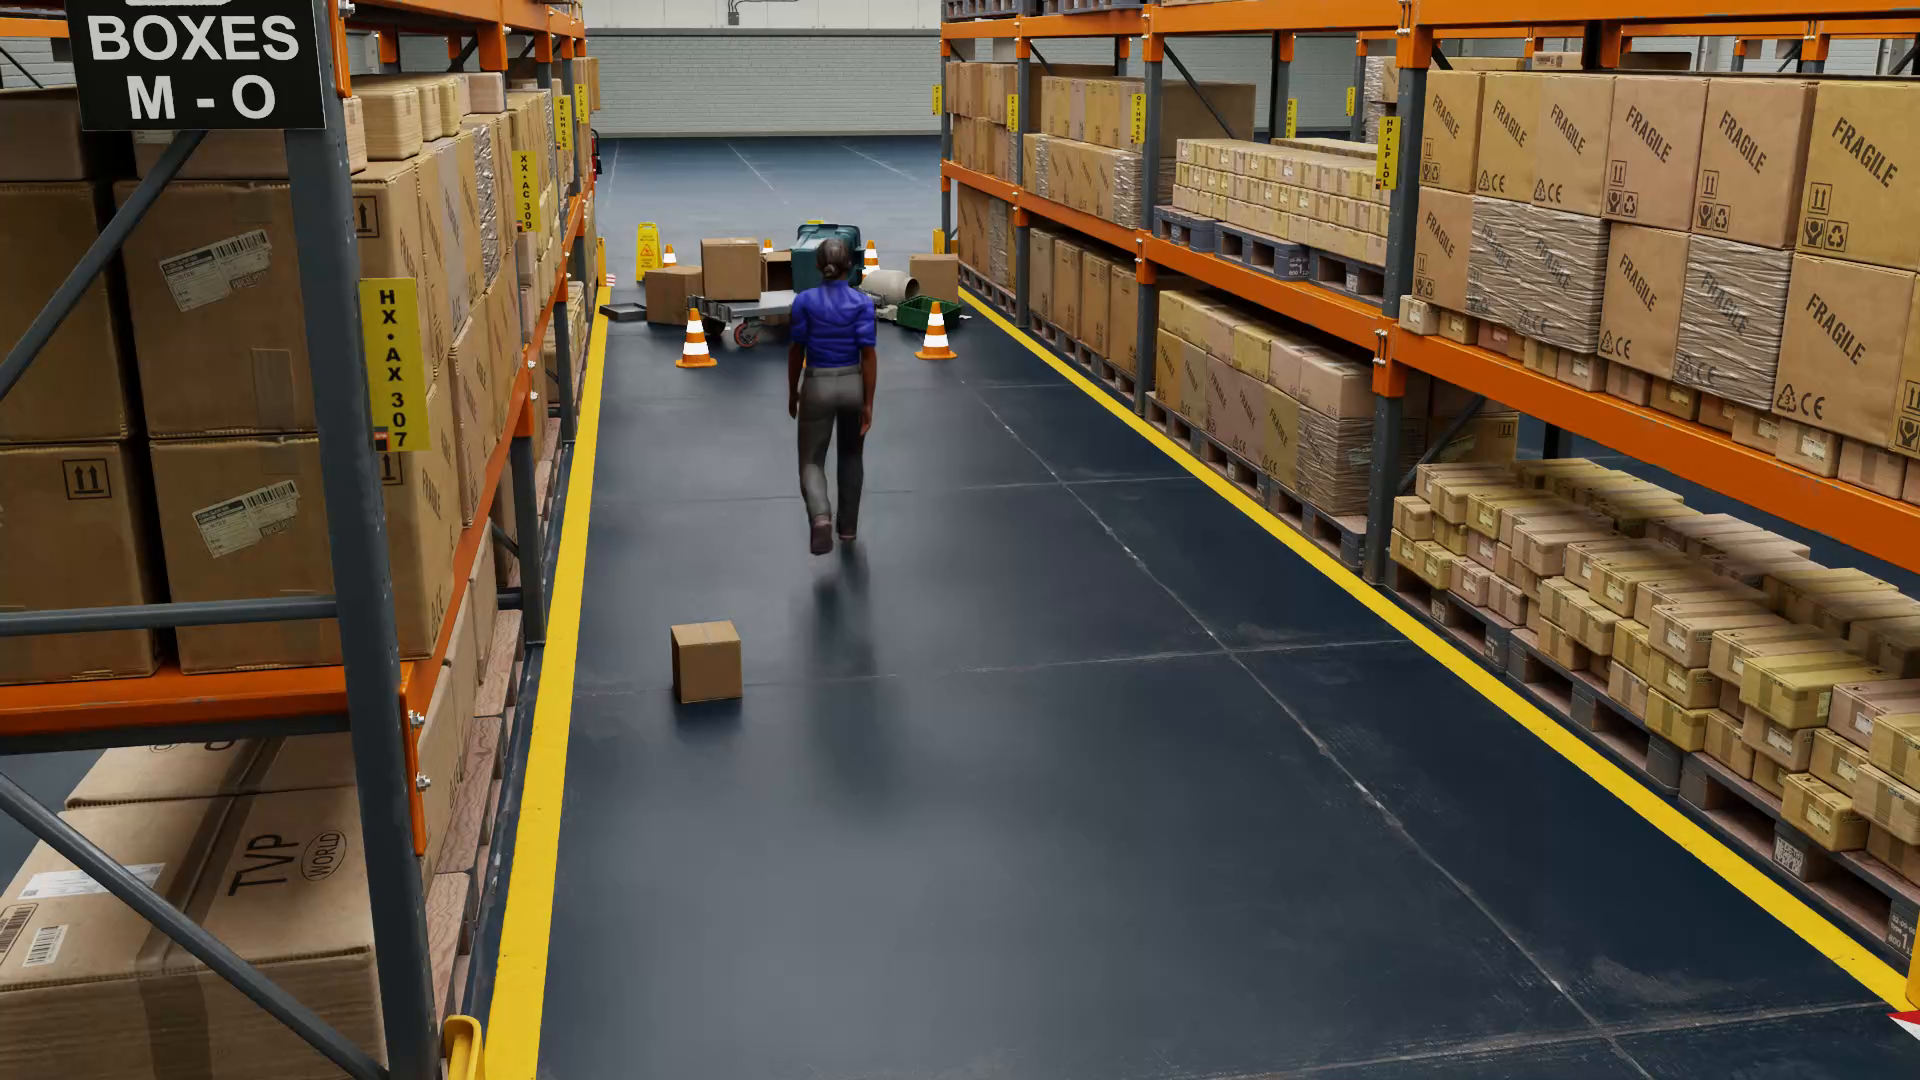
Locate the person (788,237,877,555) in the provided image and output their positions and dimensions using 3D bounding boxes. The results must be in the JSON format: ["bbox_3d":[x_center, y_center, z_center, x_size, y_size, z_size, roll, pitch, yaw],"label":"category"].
[{"bbox_3d":[-0.640,-0.723,8.451,0.441,1.611,0.854,-3,17,-10],"label":"person"}]
